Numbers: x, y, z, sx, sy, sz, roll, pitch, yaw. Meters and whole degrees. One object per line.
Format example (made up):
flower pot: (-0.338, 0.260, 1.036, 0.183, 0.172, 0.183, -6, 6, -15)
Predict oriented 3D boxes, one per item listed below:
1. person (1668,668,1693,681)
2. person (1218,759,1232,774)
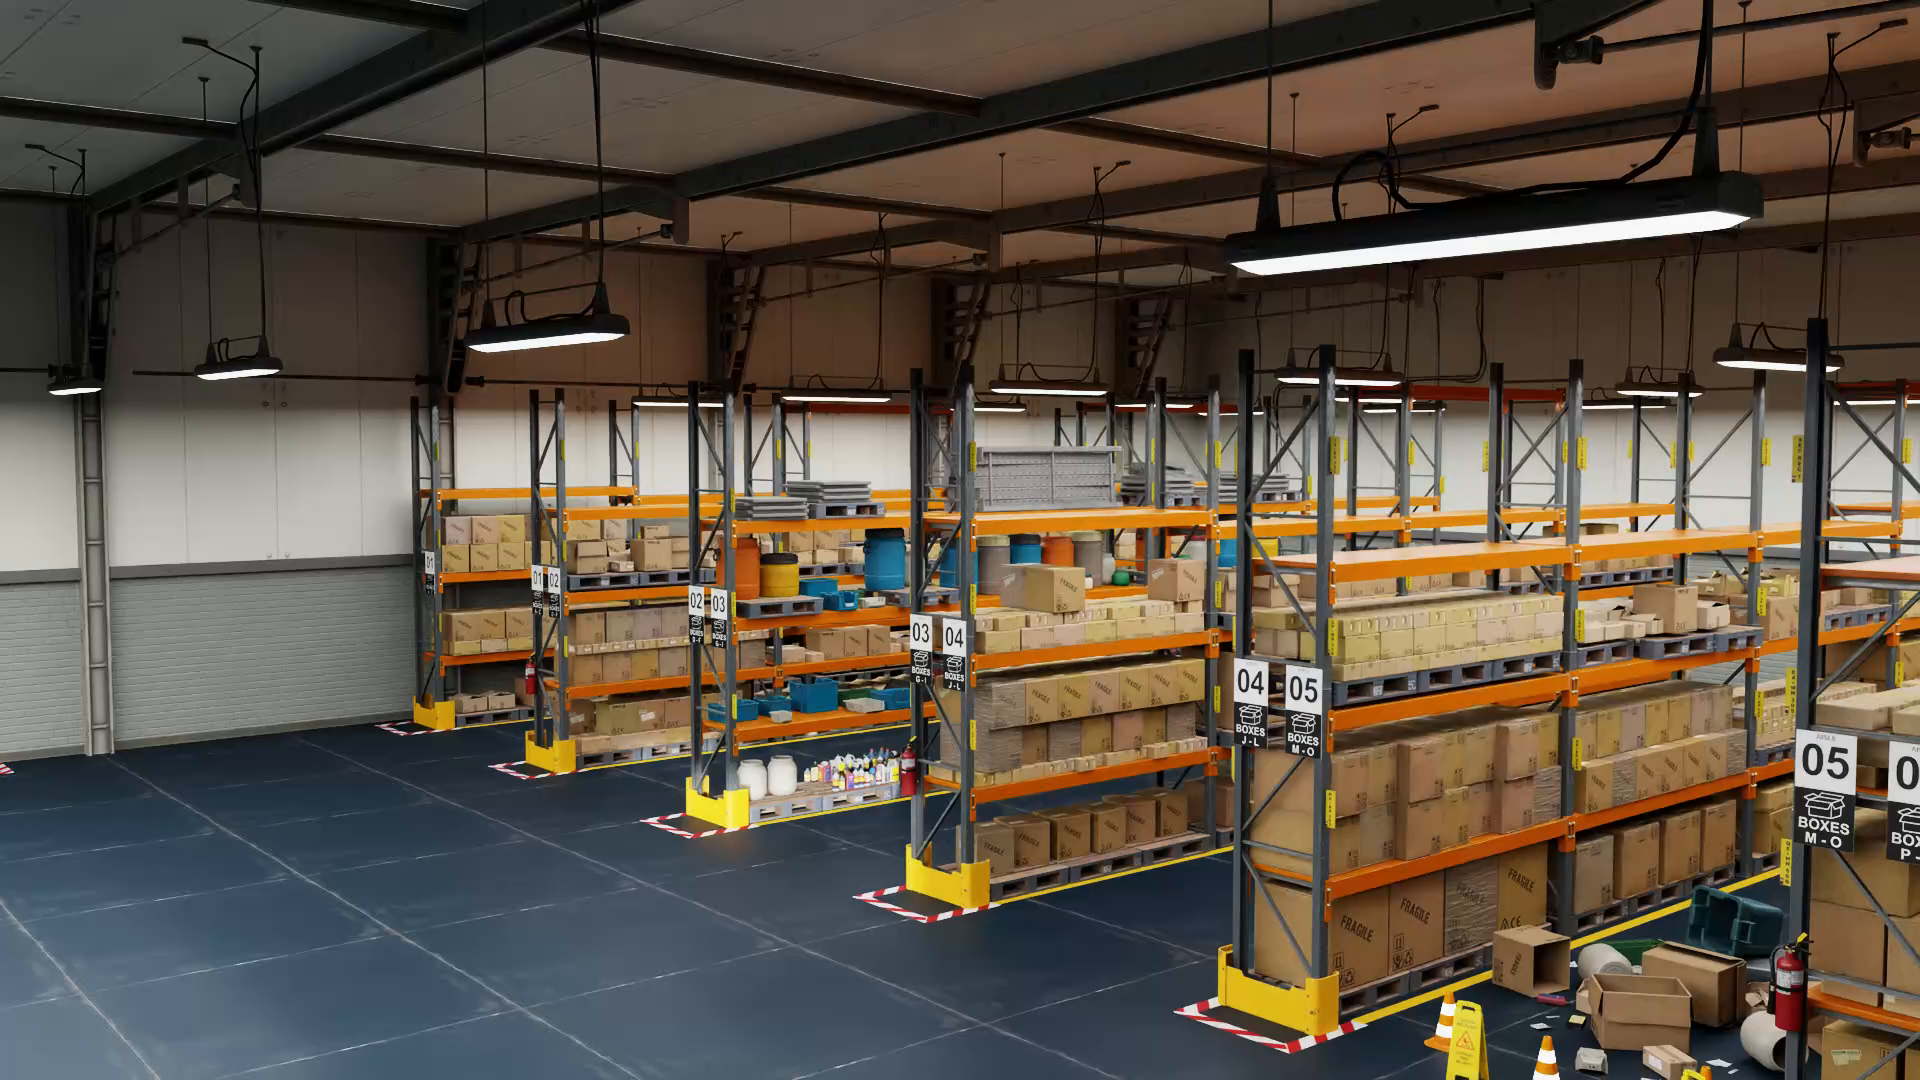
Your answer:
person: (12.902, 2.543, 29.898, 0.602, 1.664, 0.962, 0, 3, -7)
person: (3.888, 2.848, 24.559, 0.624, 1.721, 0.902, -1, 3, -14)
